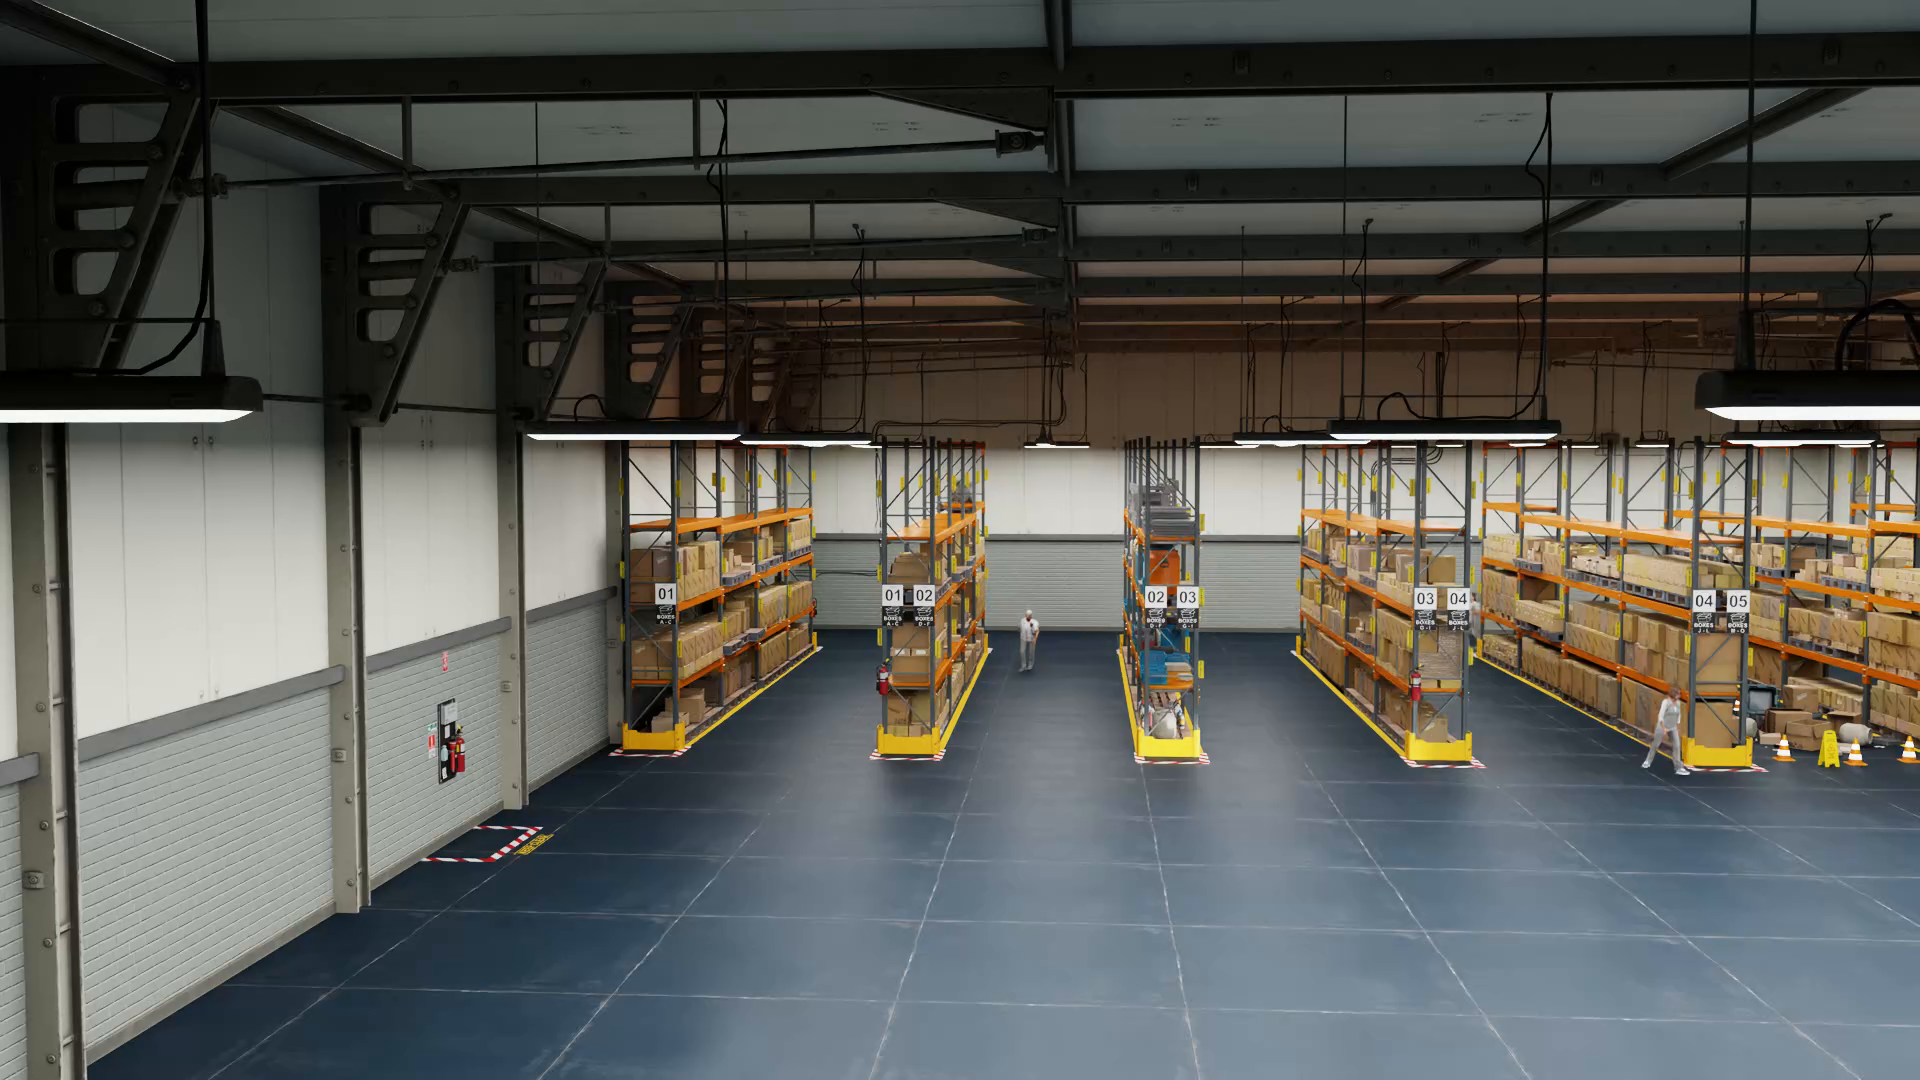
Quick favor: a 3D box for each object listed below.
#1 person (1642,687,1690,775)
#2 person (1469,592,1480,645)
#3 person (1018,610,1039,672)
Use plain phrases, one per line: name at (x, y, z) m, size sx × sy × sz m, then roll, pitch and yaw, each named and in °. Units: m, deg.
person at (12.589, 3.364, 29.616) m, size 0.558 × 1.533 × 0.858 m, roll -1°, pitch 3°, yaw -14°
person at (14.628, 2.271, 47.519) m, size 0.752 × 1.573 × 0.536 m, roll -2°, pitch 4°, yaw -31°
person at (1.819, 2.619, 43.319) m, size 0.533 × 1.644 × 0.740 m, roll 1°, pitch 3°, yaw 13°
